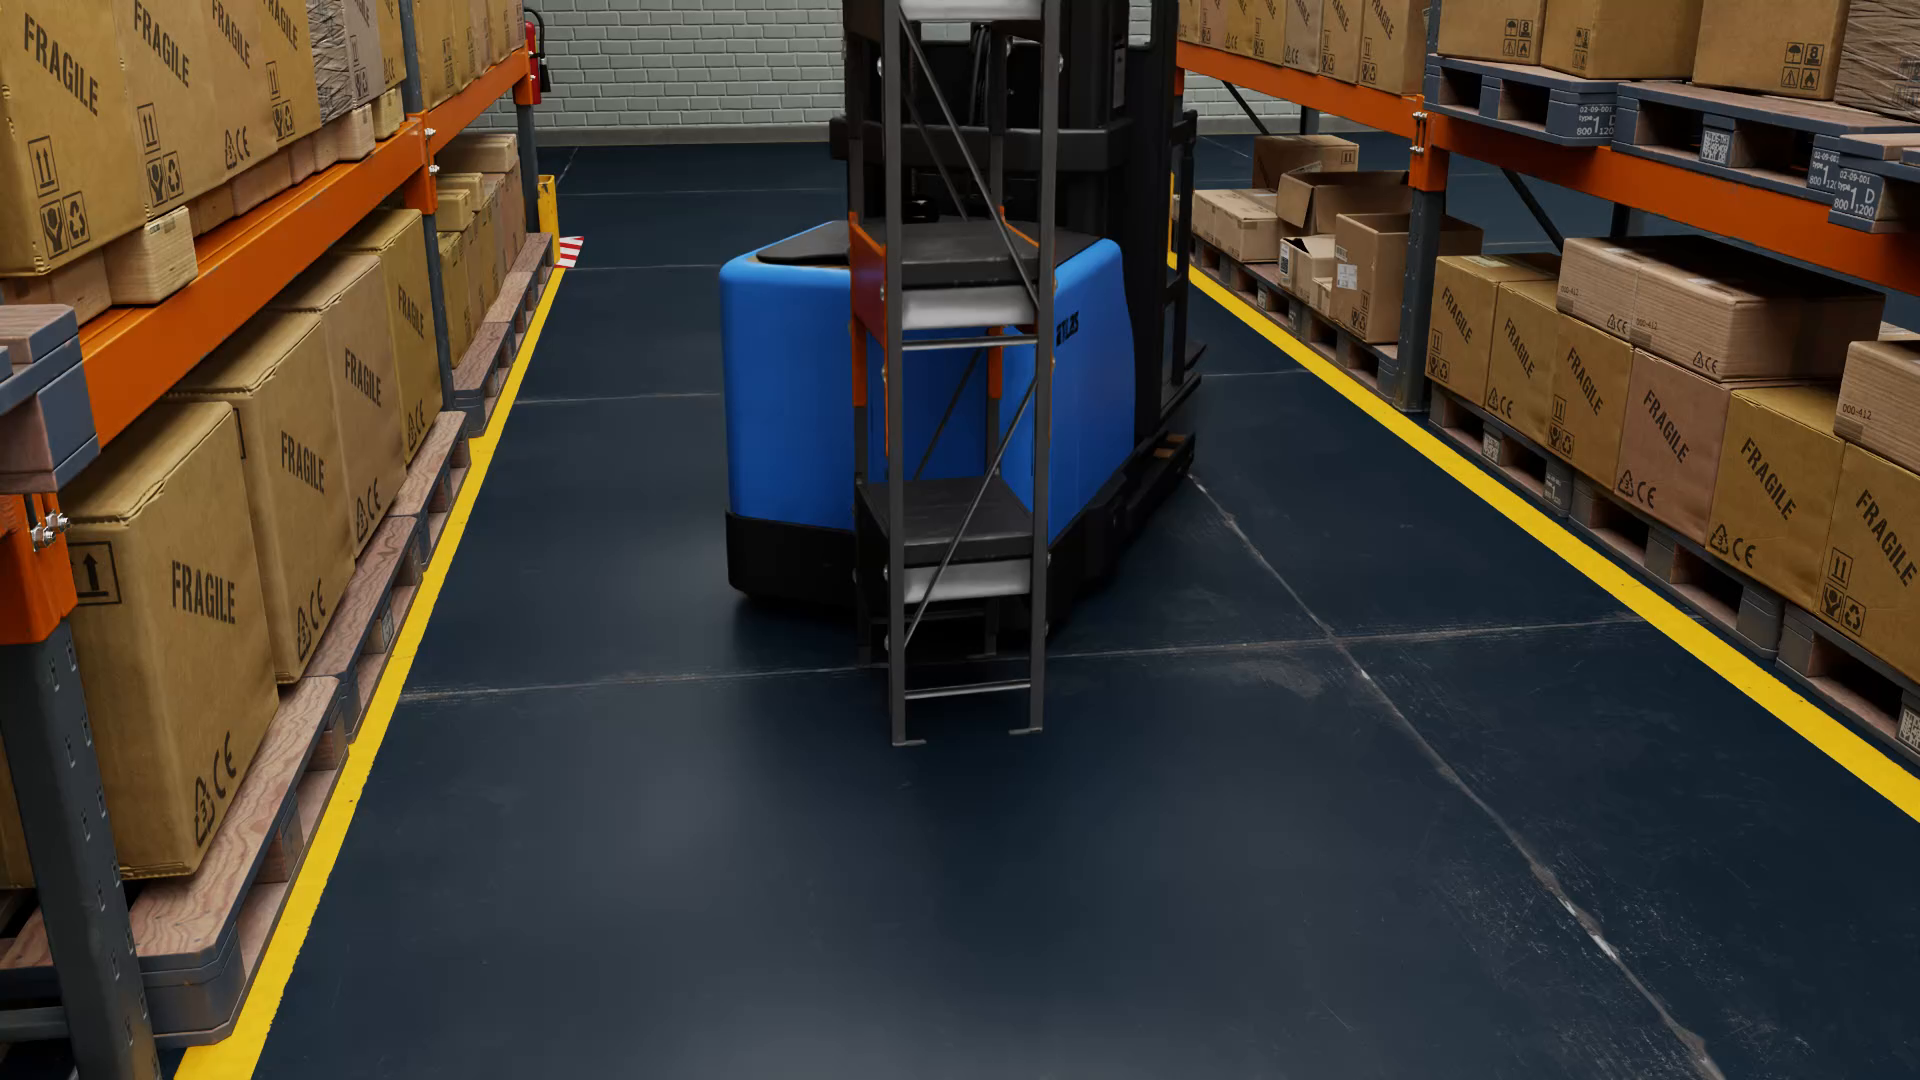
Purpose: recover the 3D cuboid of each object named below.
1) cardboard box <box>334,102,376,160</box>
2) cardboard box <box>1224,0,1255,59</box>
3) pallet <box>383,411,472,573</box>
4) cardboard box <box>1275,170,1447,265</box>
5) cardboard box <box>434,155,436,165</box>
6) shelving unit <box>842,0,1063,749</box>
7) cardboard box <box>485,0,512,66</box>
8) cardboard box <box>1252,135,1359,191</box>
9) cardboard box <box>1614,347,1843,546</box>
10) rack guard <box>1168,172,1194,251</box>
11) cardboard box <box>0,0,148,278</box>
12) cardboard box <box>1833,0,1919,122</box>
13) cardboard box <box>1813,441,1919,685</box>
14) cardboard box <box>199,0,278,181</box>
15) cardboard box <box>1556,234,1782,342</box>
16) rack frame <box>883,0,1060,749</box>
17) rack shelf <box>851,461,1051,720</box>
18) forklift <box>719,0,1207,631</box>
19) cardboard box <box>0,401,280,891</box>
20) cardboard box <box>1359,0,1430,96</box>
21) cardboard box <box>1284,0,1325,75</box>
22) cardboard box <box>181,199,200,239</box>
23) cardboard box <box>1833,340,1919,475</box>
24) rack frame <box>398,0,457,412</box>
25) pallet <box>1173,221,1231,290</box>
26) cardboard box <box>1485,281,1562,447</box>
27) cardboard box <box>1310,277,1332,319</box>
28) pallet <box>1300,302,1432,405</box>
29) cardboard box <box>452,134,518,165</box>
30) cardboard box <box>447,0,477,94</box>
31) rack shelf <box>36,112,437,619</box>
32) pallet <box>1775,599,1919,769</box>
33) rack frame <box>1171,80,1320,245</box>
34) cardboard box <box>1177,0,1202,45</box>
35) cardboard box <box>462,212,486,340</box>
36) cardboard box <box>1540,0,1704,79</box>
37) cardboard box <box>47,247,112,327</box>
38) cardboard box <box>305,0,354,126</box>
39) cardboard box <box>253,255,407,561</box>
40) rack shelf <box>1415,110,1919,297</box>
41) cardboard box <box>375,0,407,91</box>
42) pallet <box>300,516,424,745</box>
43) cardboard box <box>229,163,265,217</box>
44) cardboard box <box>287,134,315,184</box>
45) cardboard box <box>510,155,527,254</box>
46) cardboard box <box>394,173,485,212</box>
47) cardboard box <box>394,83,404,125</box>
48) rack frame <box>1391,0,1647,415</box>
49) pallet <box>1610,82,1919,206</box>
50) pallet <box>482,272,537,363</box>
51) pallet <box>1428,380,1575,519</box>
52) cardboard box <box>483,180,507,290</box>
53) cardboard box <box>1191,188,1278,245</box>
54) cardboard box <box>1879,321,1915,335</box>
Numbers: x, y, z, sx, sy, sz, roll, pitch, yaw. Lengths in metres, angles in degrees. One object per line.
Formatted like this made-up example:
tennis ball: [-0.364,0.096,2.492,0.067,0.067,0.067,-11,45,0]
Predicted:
cardboard box: [-2.032,-1.262,5.140,0.380,0.149,0.250,-3,21,-8]
cardboard box: [1.767,-2.904,9.061,0.500,0.500,0.500,-3,21,-8]
pallet: [-2.324,-0.171,5.871,1.003,0.211,1.213,-3,21,-8]
cardboard box: [2.116,-1.678,8.861,0.797,0.503,0.637,-3,21,-8]
cardboard box: [-3.028,-2.075,9.031,0.380,0.149,0.250,-3,21,-8]
shelving unit: [-0.032,-0.548,4.179,0.431,2.100,0.503,-4,21,-12]
cardboard box: [-2.887,-2.838,8.599,0.980,0.700,0.700,-3,21,-8]
cardboard box: [2.137,-2.236,10.358,0.500,0.500,0.500,-3,21,-8]
cardboard box: [2.445,-0.314,5.214,0.500,0.500,0.500,-4,21,-10]
rack guard: [1.826,-2.179,10.836,1.175,0.500,0.348,-3,21,-8]
cardboard box: [-1.750,-0.732,2.792,0.500,0.500,0.500,-2,21,-6]
cardboard box: [2.823,-1.389,4.404,0.700,0.500,0.500,1,20,2]
cardboard box: [2.601,0.047,4.248,0.500,0.500,0.500,-2,21,-6]
cardboard box: [-1.886,-1.086,3.739,0.500,0.500,0.500,-3,21,-8]
cardboard box: [2.365,-0.852,5.581,0.500,0.250,0.500,-3,21,-8]
rack frame: [0.024,-0.465,3.956,0.400,2.100,0.015,-4,21,-12]
rack shelf: [-0.035,0.121,4.428,0.431,0.518,0.480,-4,21,-12]
forklift: [0.264,-1.593,5.792,1.130,2.935,3.031,7,22,19]
cardboard box: [-1.909,0.194,3.382,0.750,0.750,0.750,-3,21,-8]
cardboard box: [2.066,-2.198,7.172,0.500,0.500,0.500,-3,21,-7]
cardboard box: [1.914,-2.554,8.125,0.500,0.500,0.500,-2,21,-7]
cardboard box: [-1.938,-0.727,3.706,0.380,0.149,0.250,-2,21,-7]
cardboard box: [2.589,-0.324,4.169,0.500,0.250,0.500,-2,21,-6]
rack frame: [-2.509,-1.740,6.088,1.000,3.000,0.127,-3,21,-8]
pallet: [1.942,-1.767,10.147,1.003,0.211,1.213,-3,21,-8]
cardboard box: [2.308,-0.663,6.147,0.500,0.500,0.500,-3,21,-7]
cardboard box: [1.916,-1.172,8.012,0.380,0.149,0.250,-3,21,-8]
pallet: [2.294,-0.923,7.885,1.003,0.211,1.213,-3,21,-8]
cardboard box: [-2.687,-2.182,9.317,0.380,0.149,0.250,-3,21,-8]
cardboard box: [-2.671,-2.322,7.218,0.980,0.700,0.700,-3,21,-9]
rack shelf: [-2.221,-0.711,4.360,1.077,0.370,4.000,-3,21,-8]
pallet: [2.898,0.440,4.238,1.003,0.211,1.213,-3,21,-8]
rack frame: [1.815,-3.376,10.469,1.000,3.000,0.127,-3,21,-8]
cardboard box: [1.618,-3.256,10.004,0.500,0.500,0.500,-2,21,-7]
cardboard box: [-2.585,-1.204,7.625,0.700,0.500,0.500,-3,21,-8]
cardboard box: [2.401,-1.825,5.571,0.700,0.500,0.500,0,20,1]
cardboard box: [-1.779,-0.460,2.992,0.380,0.149,0.250,-3,21,-7]
cardboard box: [-2.046,-1.438,4.683,0.500,0.500,0.500,-3,21,-8]
cardboard box: [-2.156,-0.404,4.982,0.750,0.750,0.750,-2,21,-6]
rack shelf: [2.680,-0.962,5.032,1.077,0.370,4.000,-3,21,-8]
cardboard box: [-2.194,-1.789,5.621,0.500,0.500,0.500,-3,21,-9]
pallet: [-2.145,0.253,4.738,1.003,0.211,1.213,-3,21,-8]
cardboard box: [-1.983,-0.903,4.178,0.380,0.149,0.250,-3,21,-7]
cardboard box: [-2.041,-1.087,4.670,0.380,0.149,0.250,-3,21,-9]
cardboard box: [-2.886,-1.914,9.525,0.700,0.500,0.500,-3,21,-8]
cardboard box: [-2.460,-1.642,7.872,0.380,0.149,0.250,-4,21,-9]
cardboard box: [-2.181,-1.529,5.854,0.380,0.149,0.250,-3,21,-7]
rack frame: [2.392,-1.991,6.761,1.000,3.000,0.127,-3,21,-8]
pallet: [2.684,-1.190,4.888,1.003,0.211,1.213,-3,21,-8]
pallet: [-2.721,-1.124,8.425,1.003,0.211,1.213,-3,21,-8]
pallet: [2.547,-0.405,6.500,1.003,0.211,1.213,-3,21,-8]
cardboard box: [-2.741,-1.566,8.595,0.700,0.500,0.500,-4,21,-10]
cardboard box: [1.685,-1.919,9.867,0.500,0.250,0.500,-3,21,-8]
cardboard box: [2.881,-0.525,5.778,0.500,0.500,0.500,-3,21,-7]
